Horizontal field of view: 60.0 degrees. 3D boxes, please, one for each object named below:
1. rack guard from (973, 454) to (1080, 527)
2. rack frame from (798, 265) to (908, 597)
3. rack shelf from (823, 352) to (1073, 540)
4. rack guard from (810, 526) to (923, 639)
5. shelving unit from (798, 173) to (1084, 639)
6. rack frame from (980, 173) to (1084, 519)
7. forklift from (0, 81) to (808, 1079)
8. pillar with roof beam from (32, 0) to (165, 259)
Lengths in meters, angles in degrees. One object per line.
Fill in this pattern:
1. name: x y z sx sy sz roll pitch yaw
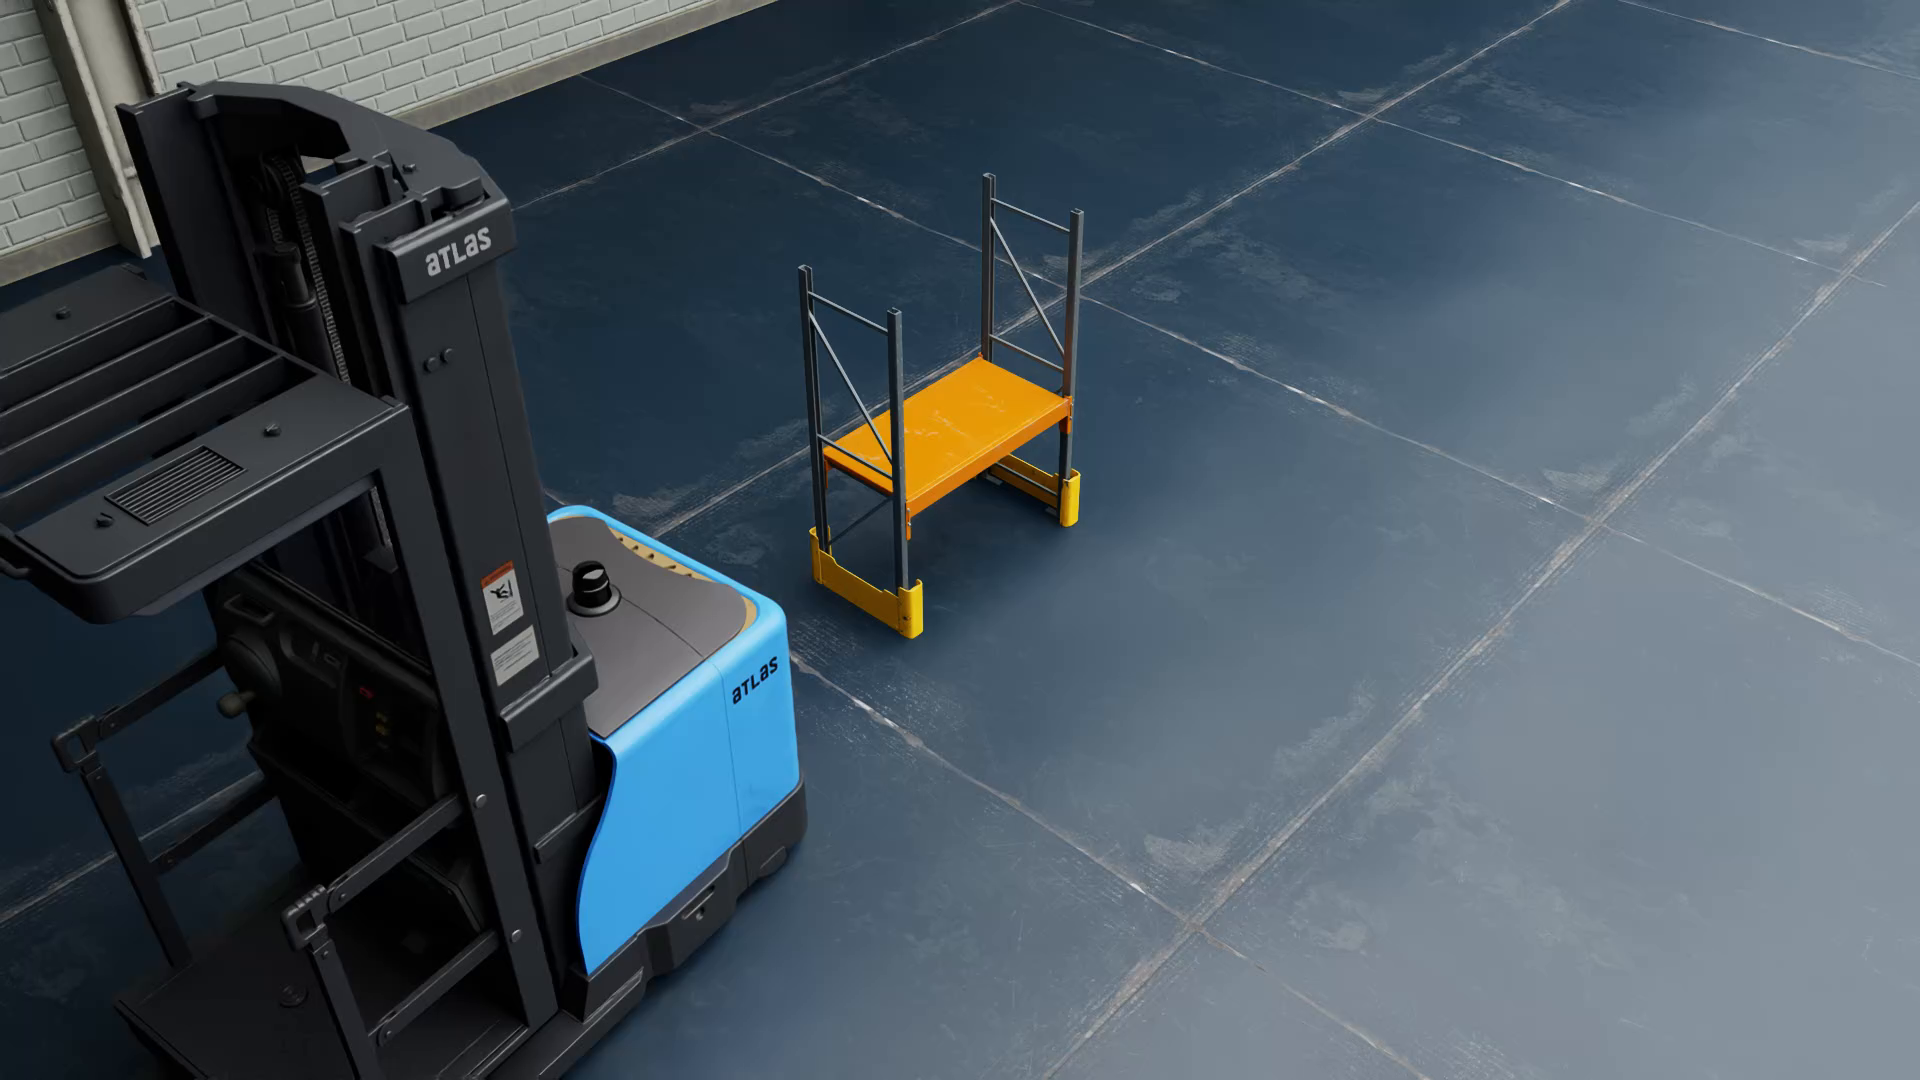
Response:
1. rack guard: 0.285 -0.292 7.416 0.587 0.250 0.087 30 47 32
2. rack frame: -0.401 -0.314 6.440 0.500 1.500 0.032 30 47 32
3. rack shelf: -0.058 -0.407 6.846 0.538 0.185 1.000 30 47 32
4. rack guard: -0.387 0.166 6.840 0.587 0.250 0.087 30 47 32
5. shelving unit: -0.051 -0.552 6.739 0.587 1.500 1.083 30 47 32
6. rack frame: 0.285 -0.781 7.028 0.500 1.500 0.032 30 47 32
7. forklift: -1.816 0.465 4.310 1.130 2.935 3.031 25 45 28
8. pillar with roof beam: -1.328 -3.426 4.328 9.100 9.000 0.400 30 47 32
